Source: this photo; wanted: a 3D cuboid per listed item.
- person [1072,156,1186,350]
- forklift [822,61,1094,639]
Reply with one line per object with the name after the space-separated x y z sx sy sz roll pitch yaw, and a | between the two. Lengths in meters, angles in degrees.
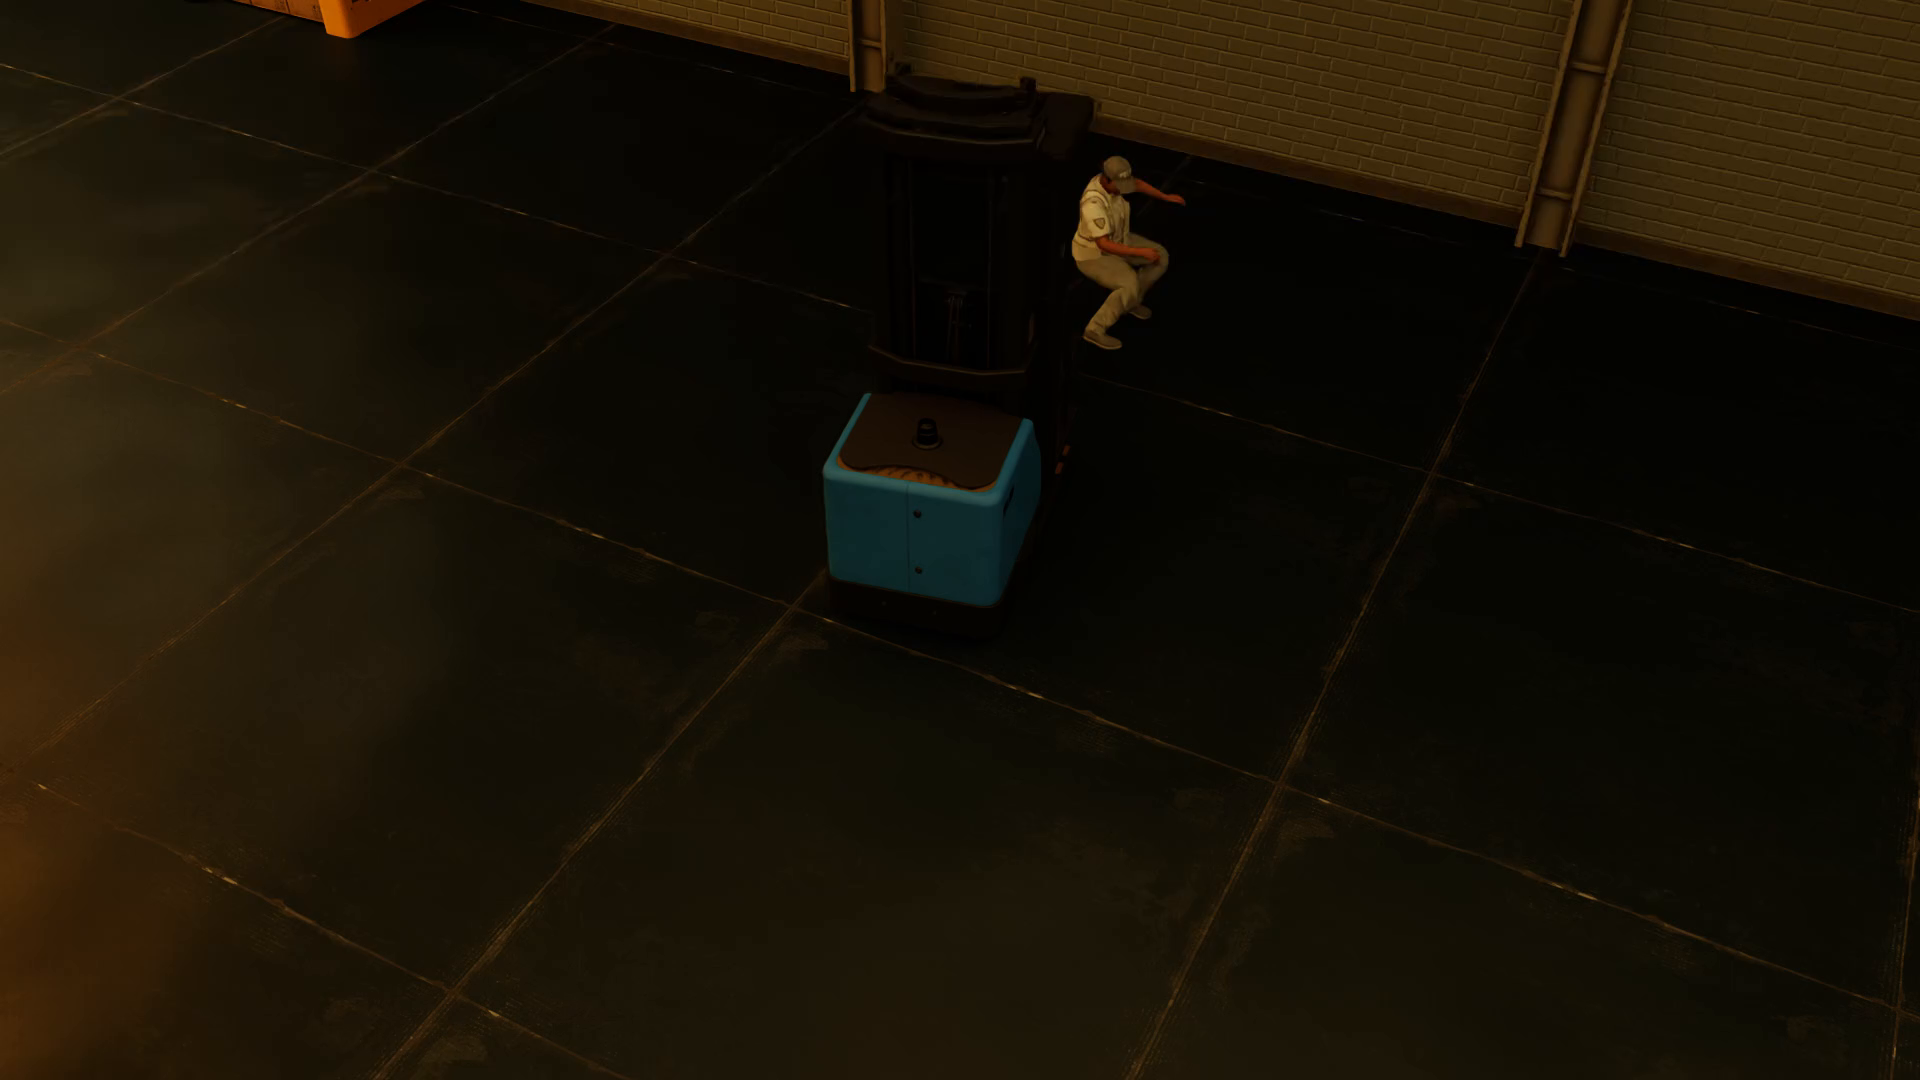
1.139 -1.997 11.494 0.735 1.436 0.967 22 45 24 | person
0.117 -1.515 9.786 1.130 2.935 3.031 10 41 12 | forklift
